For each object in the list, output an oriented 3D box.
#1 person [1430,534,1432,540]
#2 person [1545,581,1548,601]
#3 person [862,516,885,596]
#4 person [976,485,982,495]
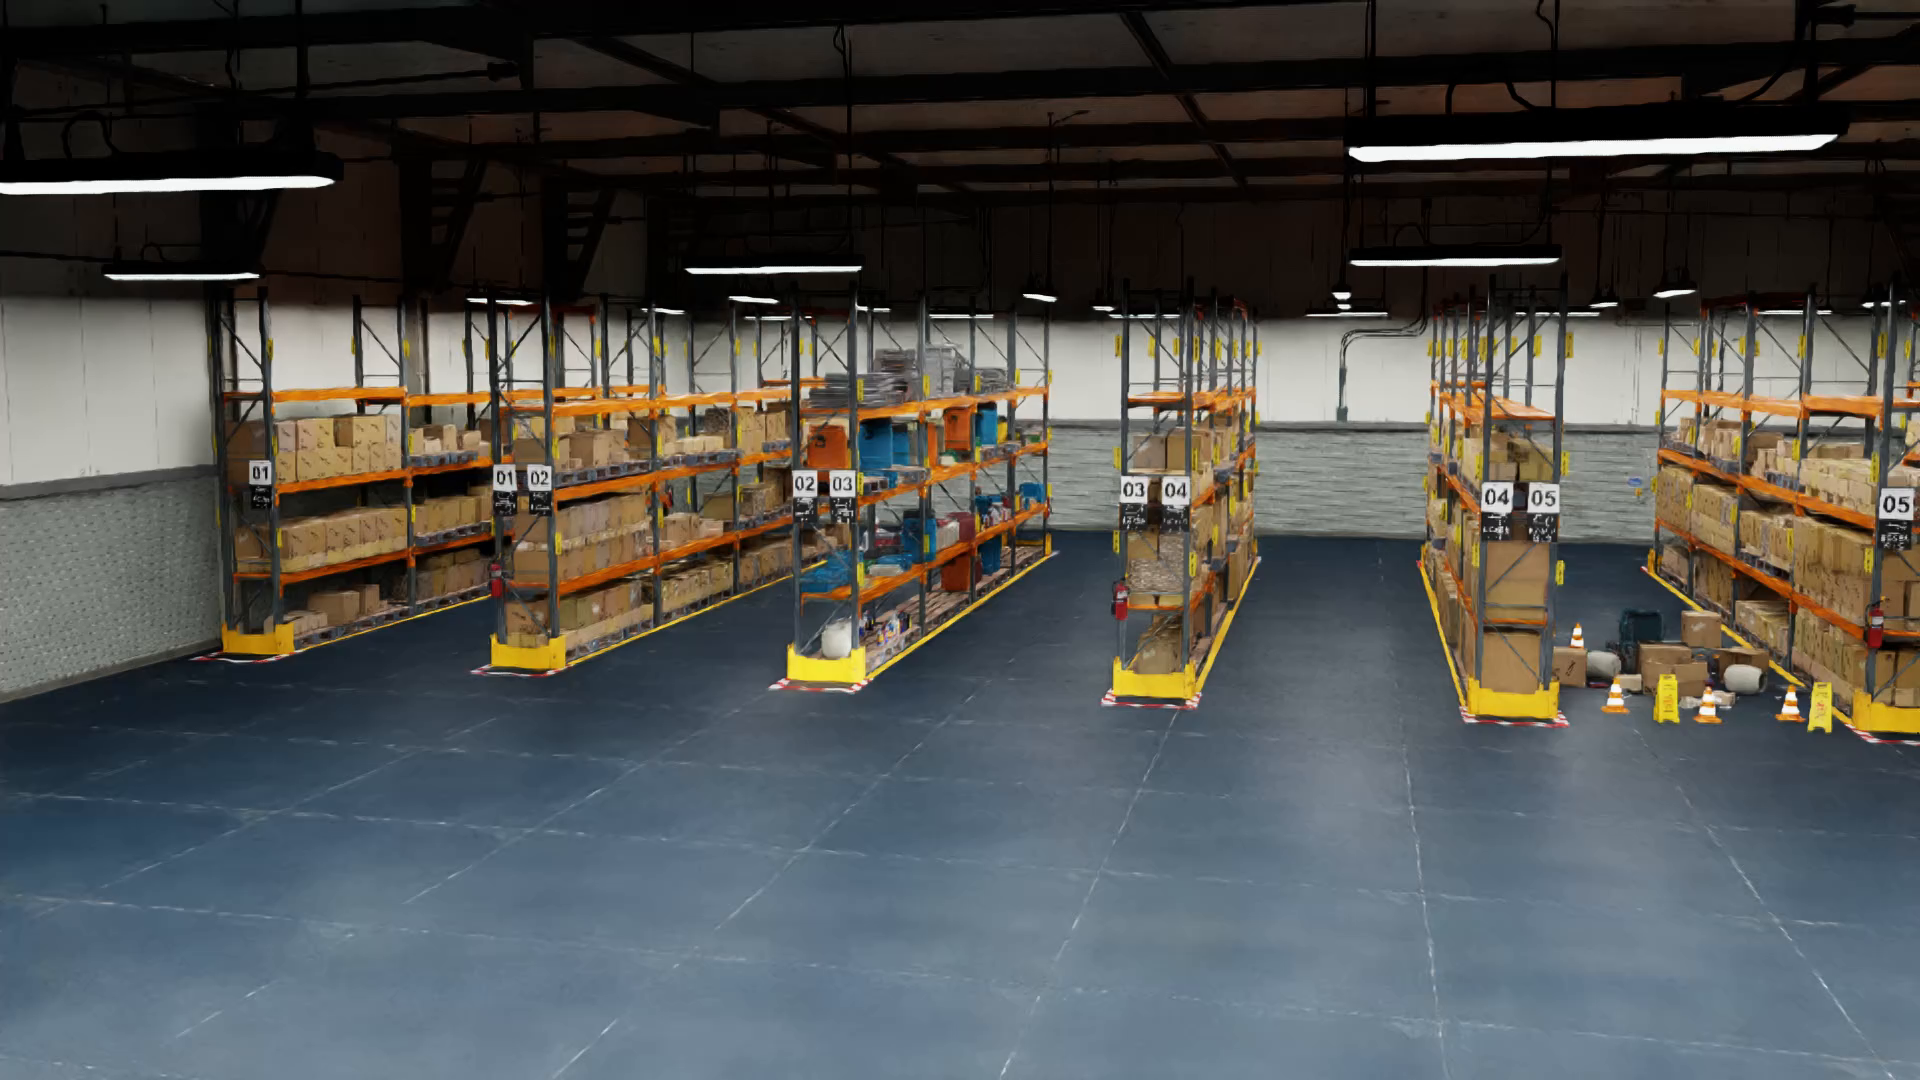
[{"bbox_3d":[11.497,-0.453,39.967,0.581,1.756,0.613,-5,9,-40],"label":"person"},{"bbox_3d":[11.663,0.366,33.041,0.441,1.675,0.498,-2,7,-18],"label":"person"},{"bbox_3d":[-1.690,0.336,33.141,0.548,1.676,1.111,2,7,16],"label":"person"},{"bbox_3d":[0.427,-0.548,41.482,0.361,1.565,0.446,0,7,2],"label":"person"}]
